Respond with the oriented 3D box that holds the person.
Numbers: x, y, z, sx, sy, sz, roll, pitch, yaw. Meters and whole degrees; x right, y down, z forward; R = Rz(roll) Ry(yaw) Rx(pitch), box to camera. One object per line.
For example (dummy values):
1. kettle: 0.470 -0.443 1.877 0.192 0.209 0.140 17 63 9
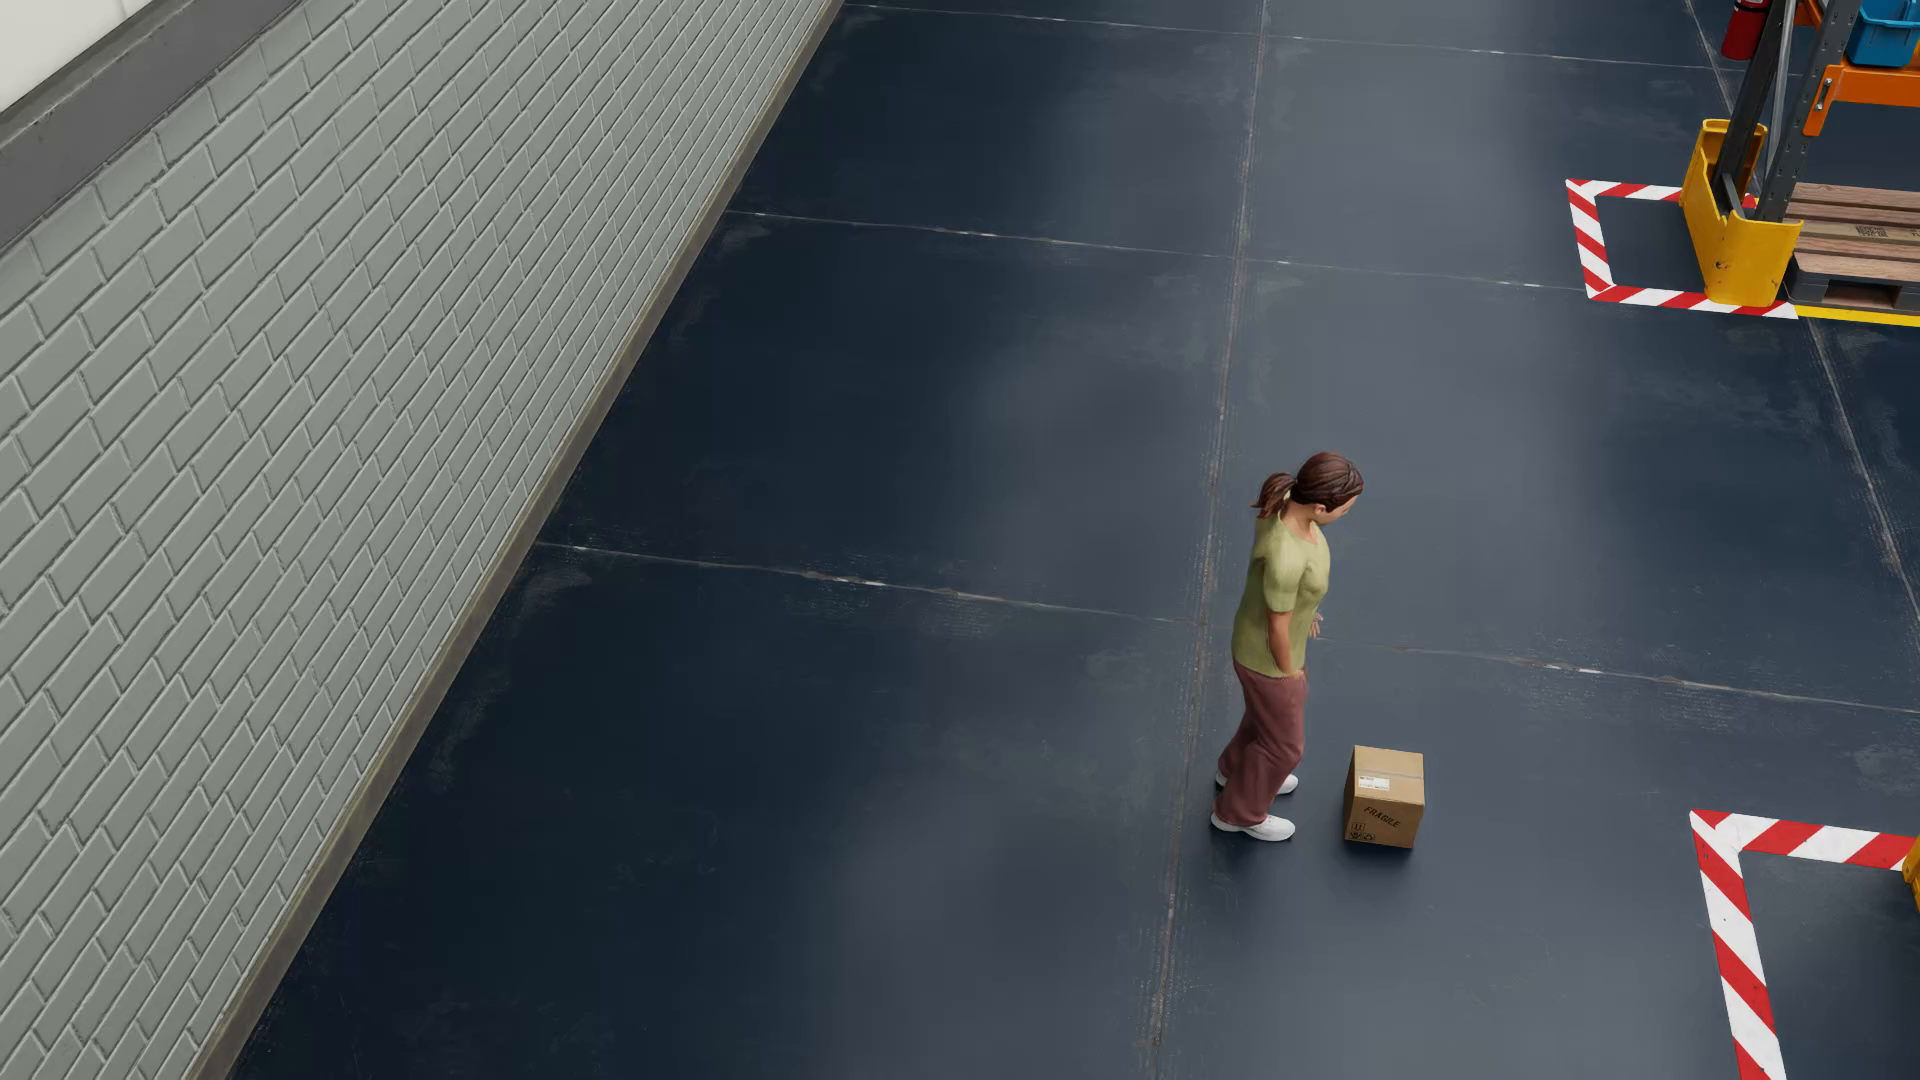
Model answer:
1. person: 1.112 0.371 5.778 0.339 1.618 0.460 7 41 9
